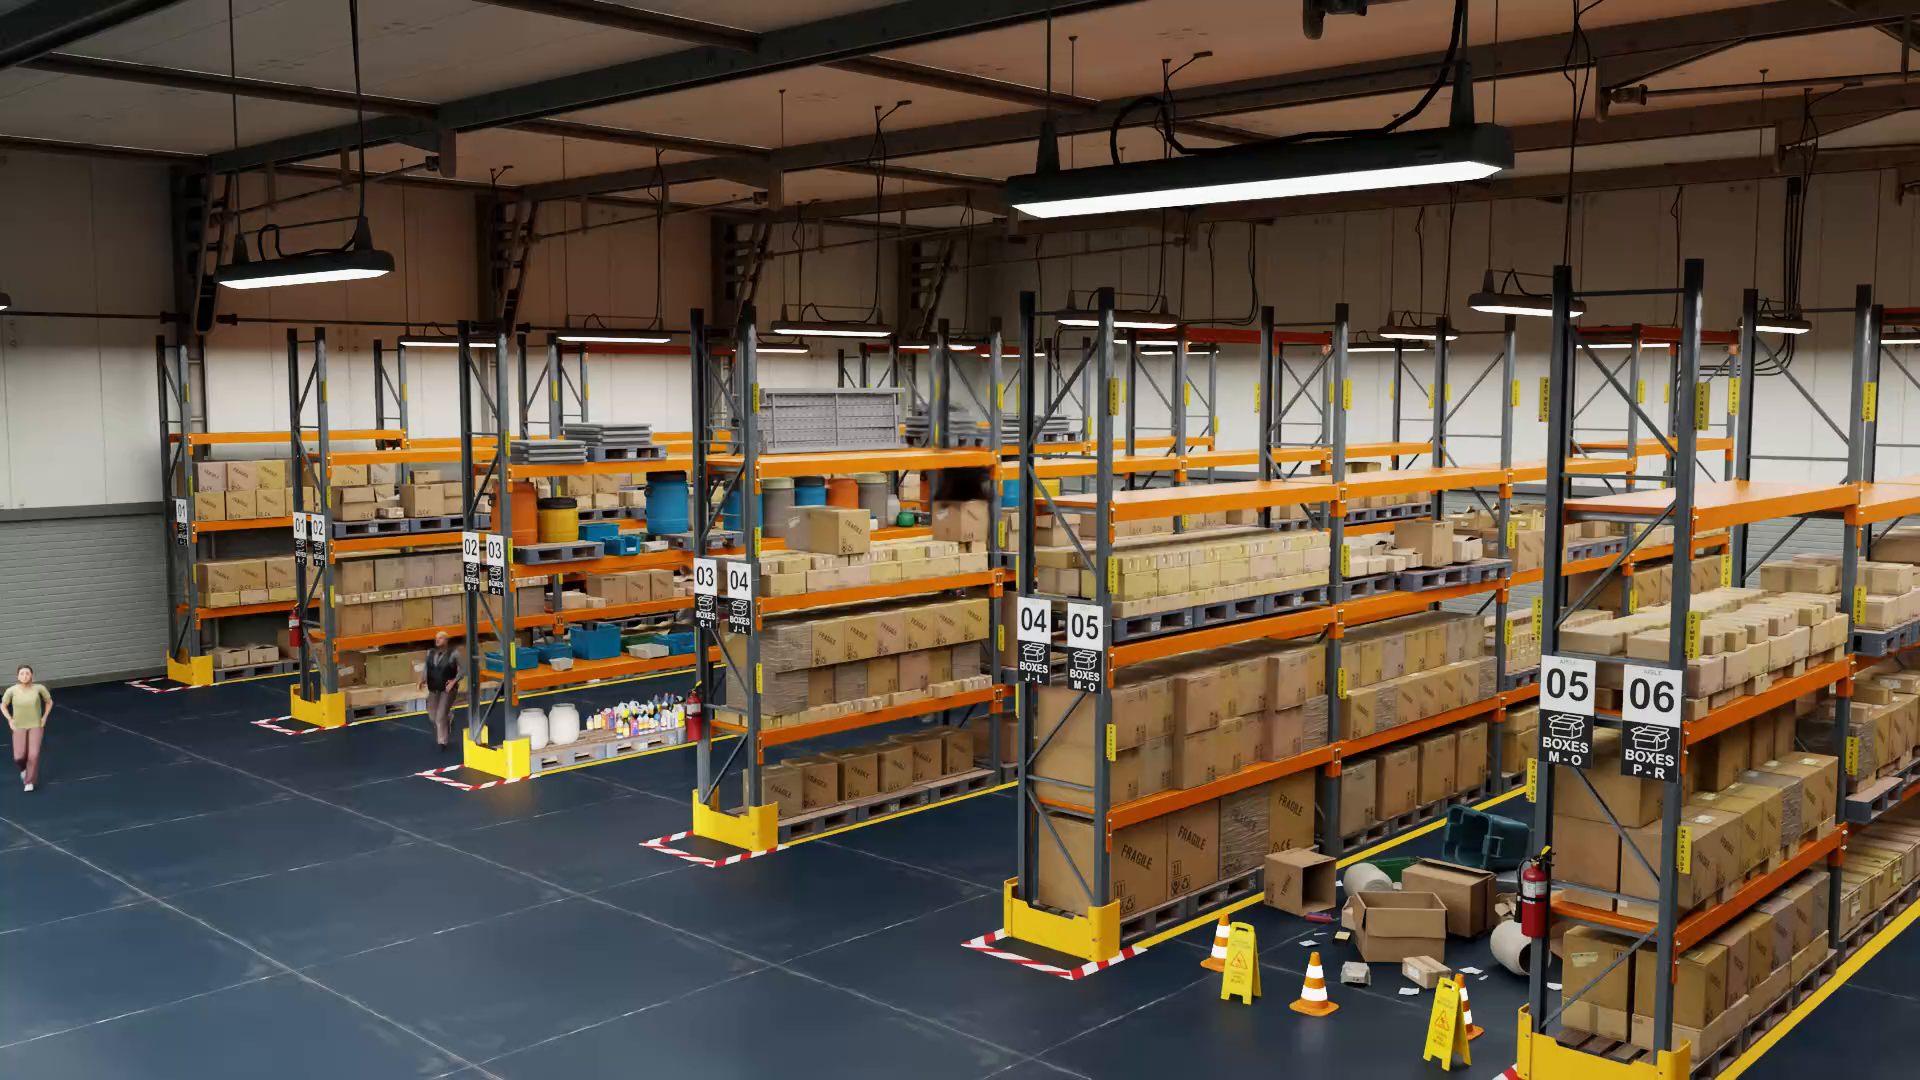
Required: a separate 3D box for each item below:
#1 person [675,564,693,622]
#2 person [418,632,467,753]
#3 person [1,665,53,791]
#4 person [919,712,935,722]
[{"bbox_3d":[-5.455,1.277,32.909,0.667,1.604,0.508,-5,7,-43],"label":"person"},{"bbox_3d":[-7.301,2.130,23.592,0.671,1.695,0.662,1,6,14],"label":"person"},{"bbox_3d":[-11.876,2.380,21.192,0.586,1.617,0.544,-3,6,-29],"label":"person"},{"bbox_3d":[-0.549,1.962,25.285,0.561,1.661,0.573,4,7,37],"label":"person"}]
